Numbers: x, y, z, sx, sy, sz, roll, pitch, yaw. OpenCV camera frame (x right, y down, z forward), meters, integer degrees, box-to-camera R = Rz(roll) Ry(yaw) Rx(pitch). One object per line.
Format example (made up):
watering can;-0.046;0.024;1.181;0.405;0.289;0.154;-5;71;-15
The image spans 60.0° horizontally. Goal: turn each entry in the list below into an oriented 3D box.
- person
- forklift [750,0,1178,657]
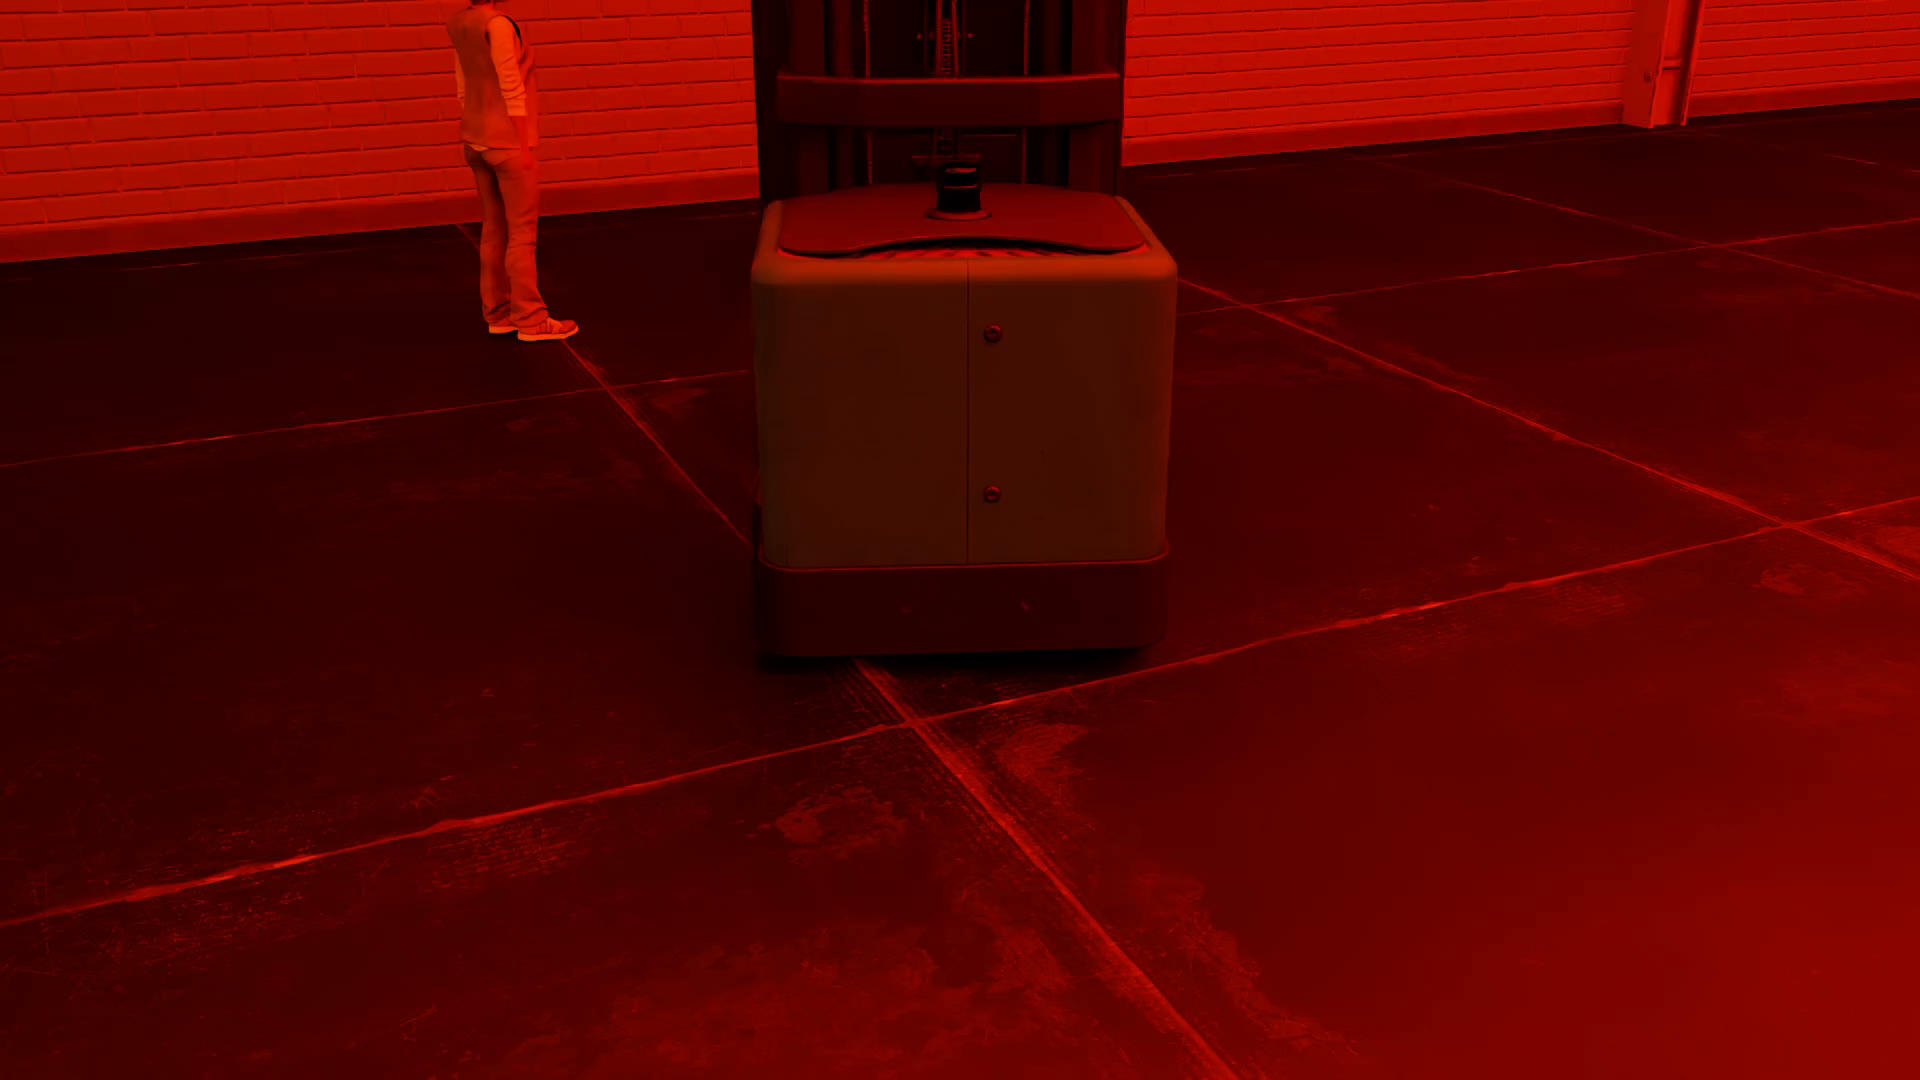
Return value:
person;-1.908;-1.638;6.966;0.410;1.602;0.328;19;29;37
forklift;-0.076;-1.580;5.089;1.130;2.935;3.031;-1;23;-3
